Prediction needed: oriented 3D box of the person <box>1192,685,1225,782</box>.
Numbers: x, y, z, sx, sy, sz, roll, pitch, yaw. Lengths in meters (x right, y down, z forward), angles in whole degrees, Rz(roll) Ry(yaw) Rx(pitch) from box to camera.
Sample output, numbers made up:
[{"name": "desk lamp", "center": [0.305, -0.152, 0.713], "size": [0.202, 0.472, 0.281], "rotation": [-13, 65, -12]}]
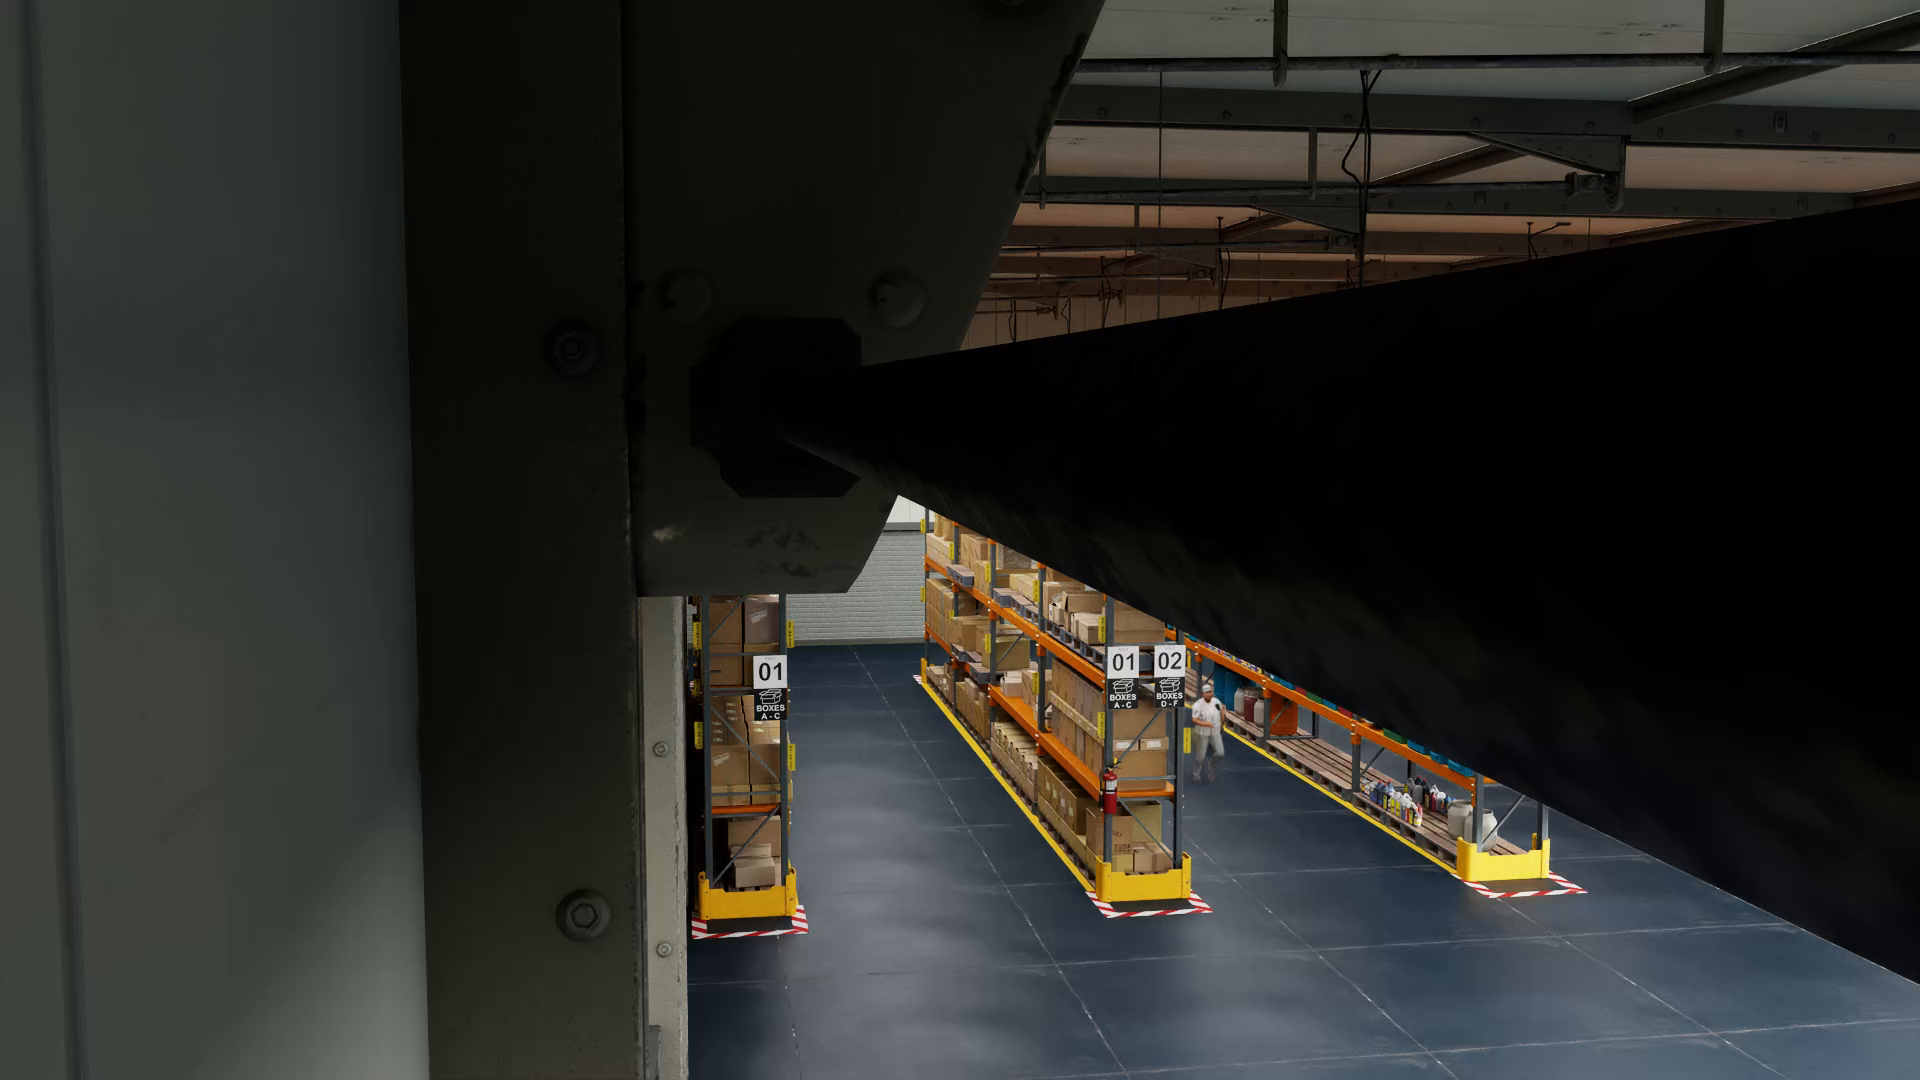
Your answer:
[{"name": "person", "center": [4.002, 3.130, 26.950], "size": [0.576, 1.618, 0.714], "rotation": [-1, 5, -11]}]
